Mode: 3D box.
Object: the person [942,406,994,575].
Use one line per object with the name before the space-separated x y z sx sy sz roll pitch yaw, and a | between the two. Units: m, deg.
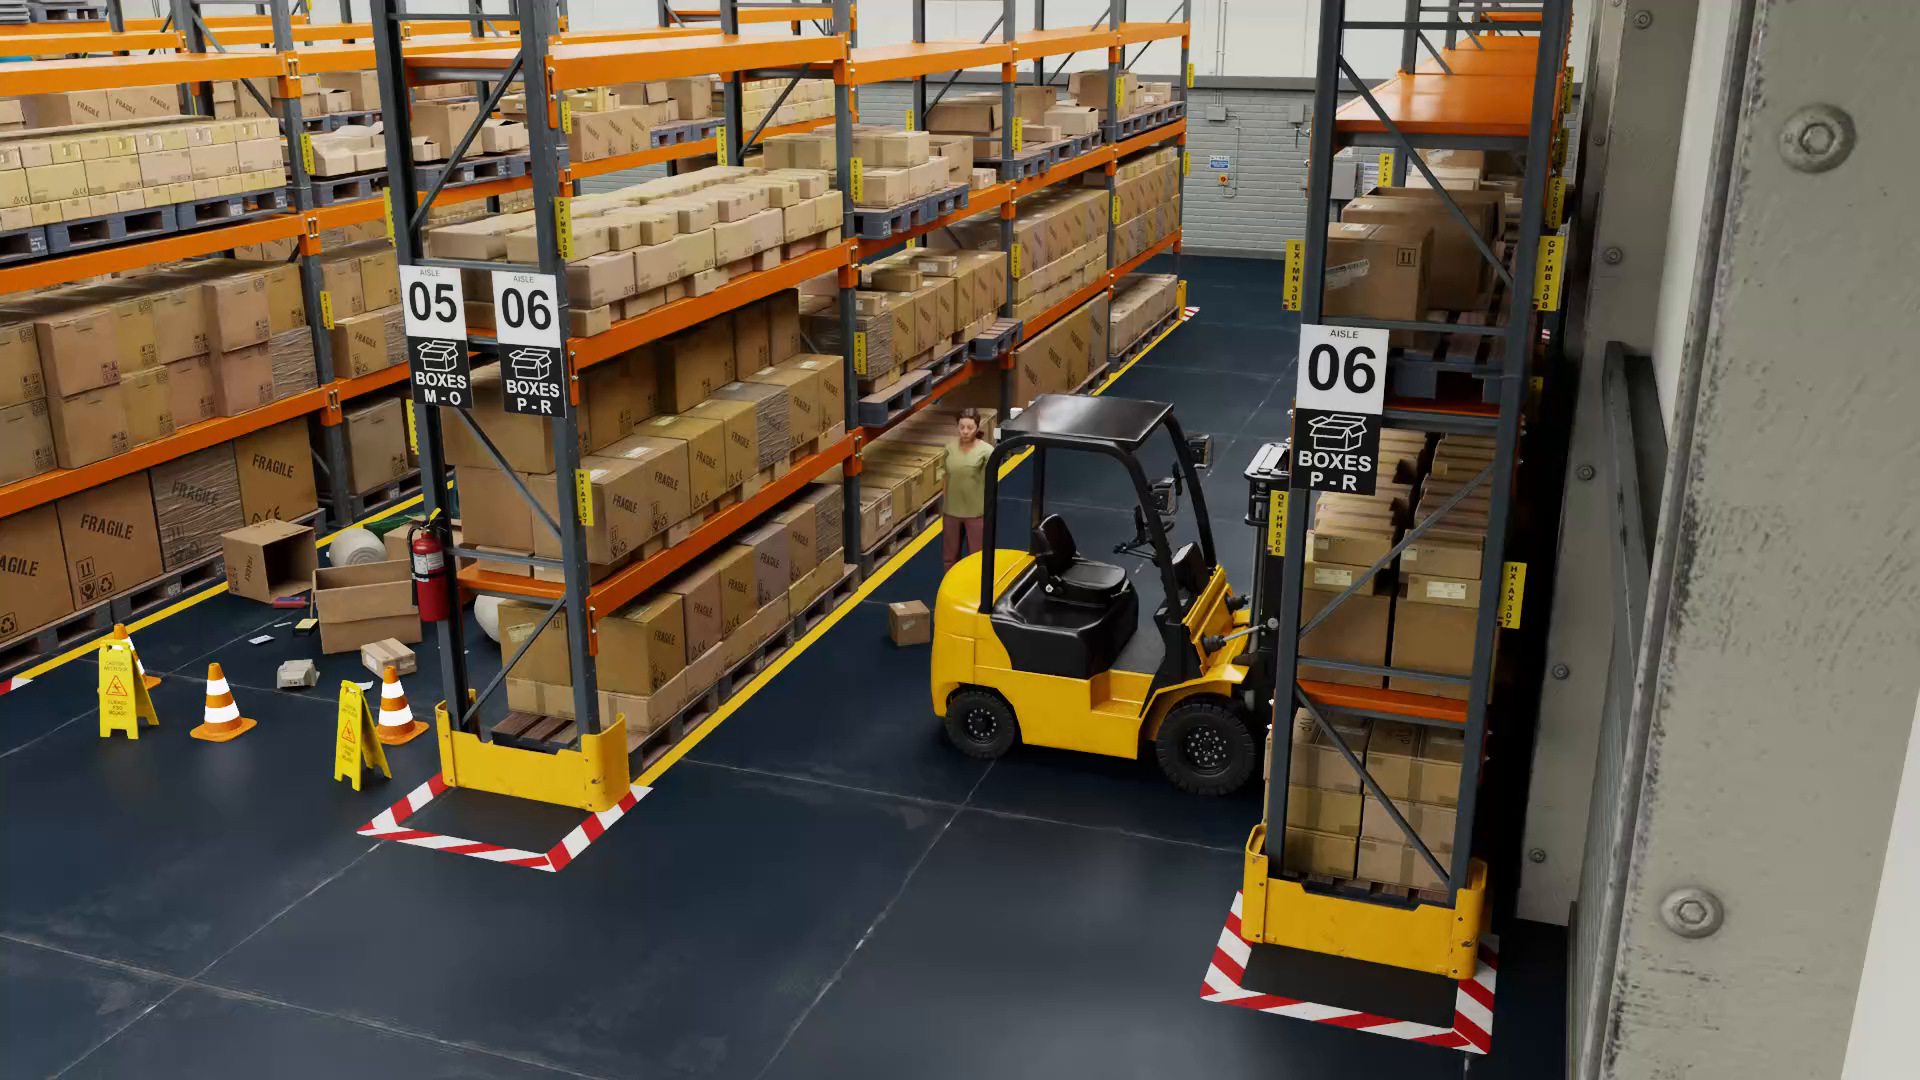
person | 0.061 -0.201 12.670 0.441 1.672 0.359 7 20 19
